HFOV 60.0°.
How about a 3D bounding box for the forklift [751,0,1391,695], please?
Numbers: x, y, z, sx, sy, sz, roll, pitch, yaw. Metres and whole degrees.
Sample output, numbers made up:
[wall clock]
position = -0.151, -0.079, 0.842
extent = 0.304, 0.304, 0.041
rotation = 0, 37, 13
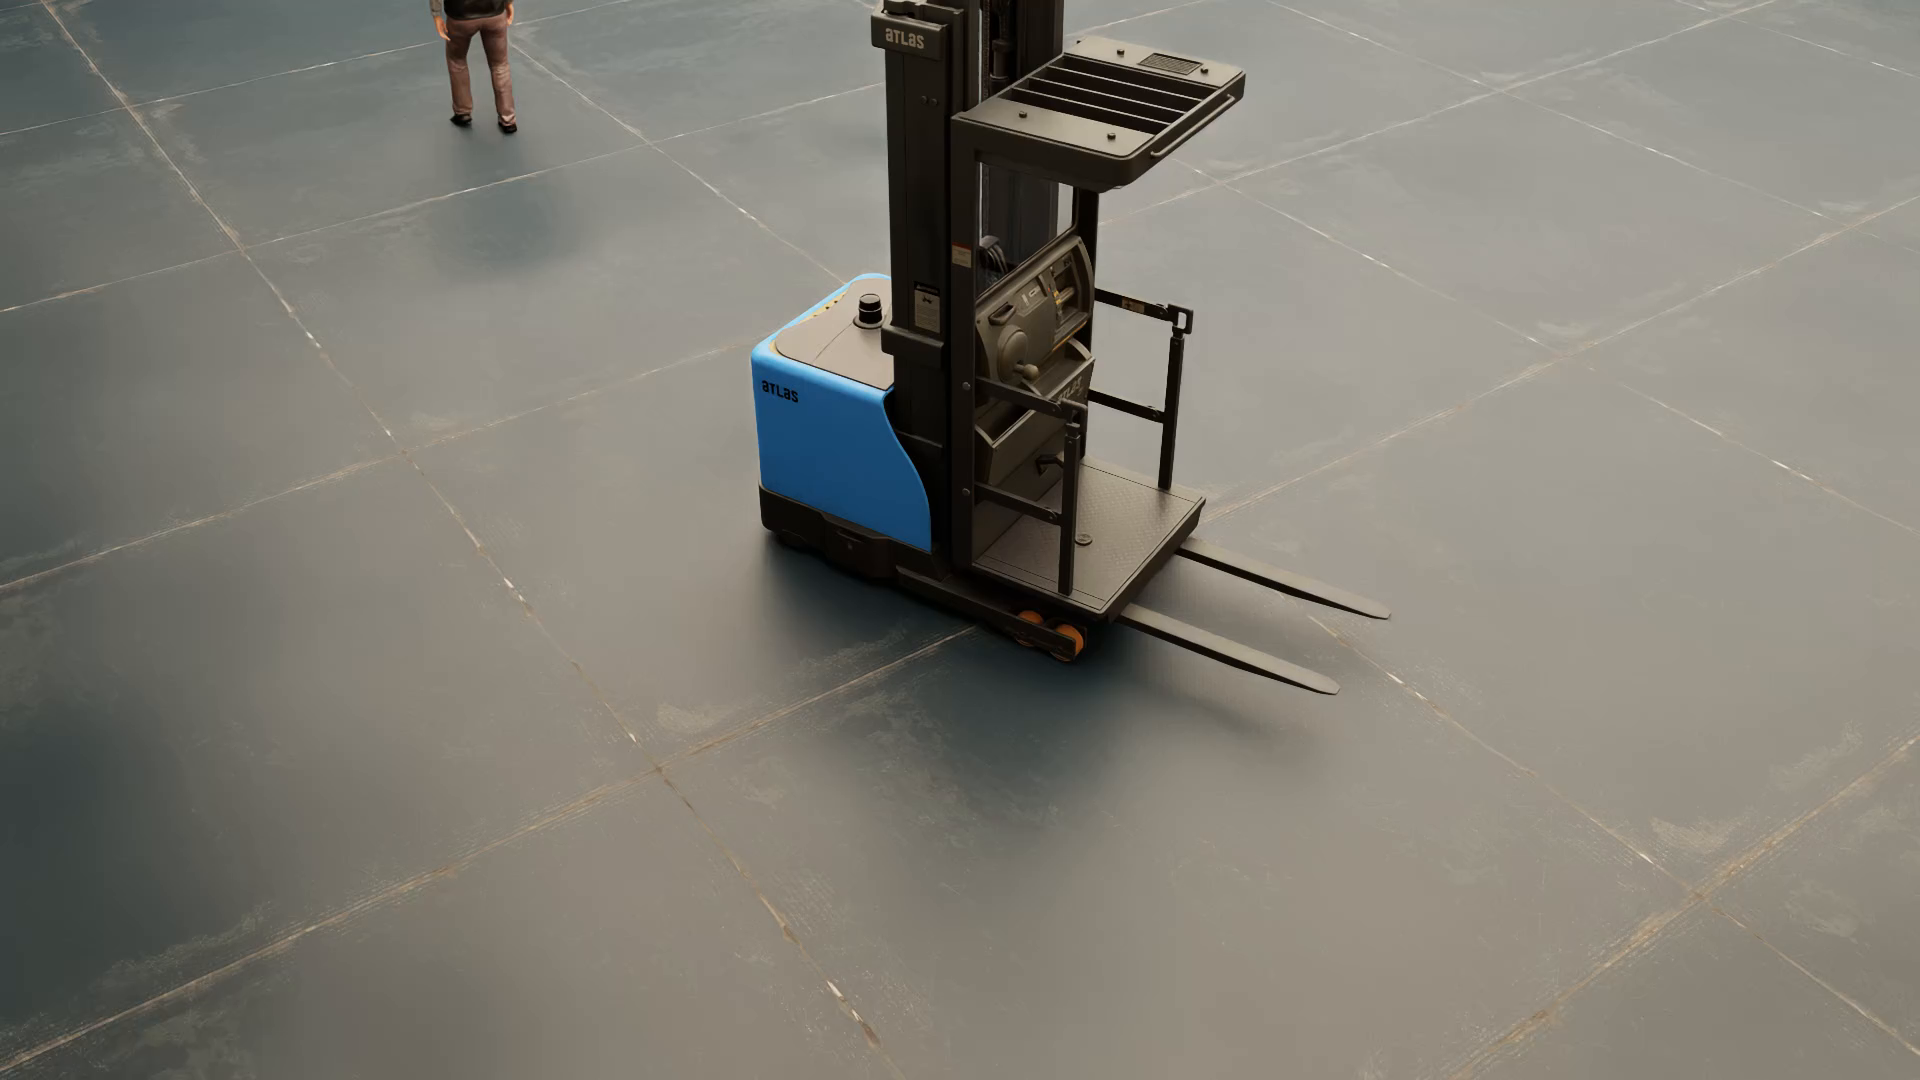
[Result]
[forklift]
position = 0.514, -0.985, 7.276
extent = 3.031, 2.935, 1.130
rotation = 21, 41, 26

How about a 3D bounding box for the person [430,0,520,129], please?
[person]
position = -3.579, -3.886, 12.256
extent = 0.614, 1.751, 0.513
rotation = -14, 39, -18
